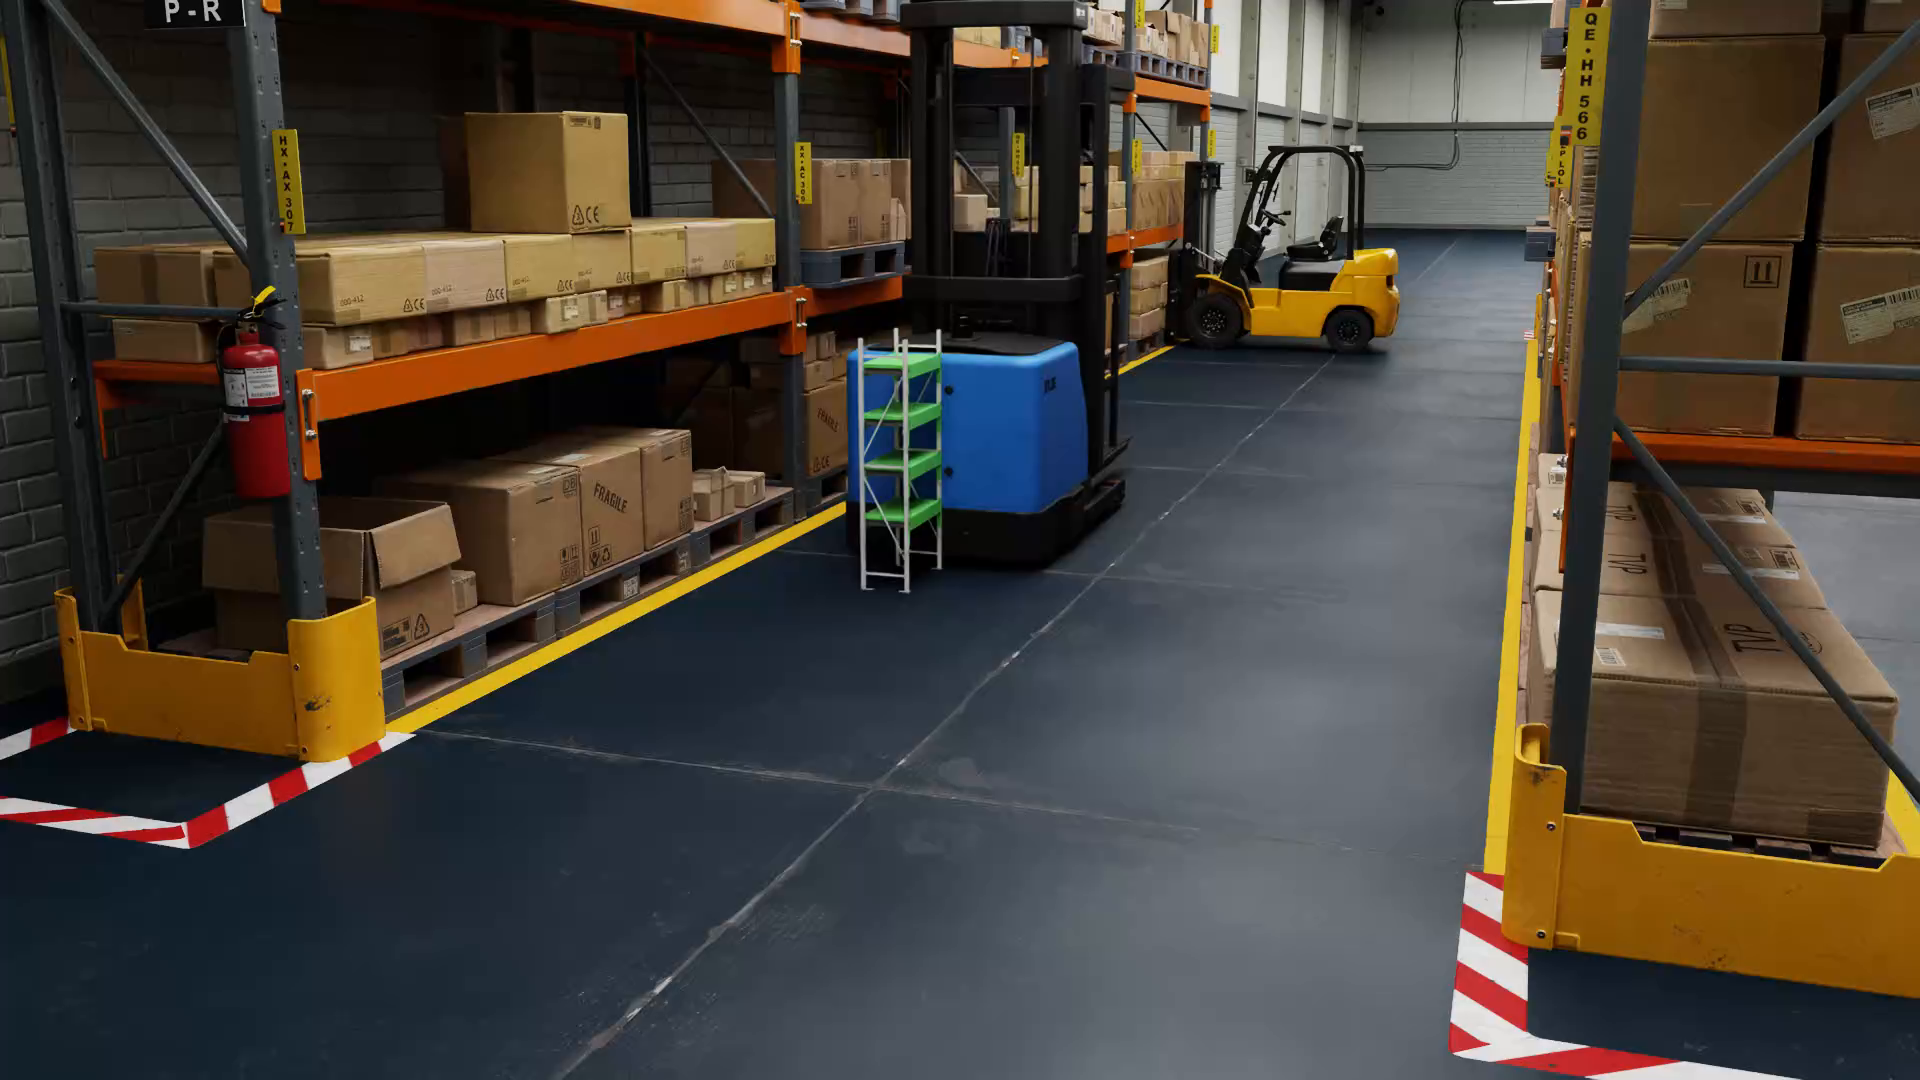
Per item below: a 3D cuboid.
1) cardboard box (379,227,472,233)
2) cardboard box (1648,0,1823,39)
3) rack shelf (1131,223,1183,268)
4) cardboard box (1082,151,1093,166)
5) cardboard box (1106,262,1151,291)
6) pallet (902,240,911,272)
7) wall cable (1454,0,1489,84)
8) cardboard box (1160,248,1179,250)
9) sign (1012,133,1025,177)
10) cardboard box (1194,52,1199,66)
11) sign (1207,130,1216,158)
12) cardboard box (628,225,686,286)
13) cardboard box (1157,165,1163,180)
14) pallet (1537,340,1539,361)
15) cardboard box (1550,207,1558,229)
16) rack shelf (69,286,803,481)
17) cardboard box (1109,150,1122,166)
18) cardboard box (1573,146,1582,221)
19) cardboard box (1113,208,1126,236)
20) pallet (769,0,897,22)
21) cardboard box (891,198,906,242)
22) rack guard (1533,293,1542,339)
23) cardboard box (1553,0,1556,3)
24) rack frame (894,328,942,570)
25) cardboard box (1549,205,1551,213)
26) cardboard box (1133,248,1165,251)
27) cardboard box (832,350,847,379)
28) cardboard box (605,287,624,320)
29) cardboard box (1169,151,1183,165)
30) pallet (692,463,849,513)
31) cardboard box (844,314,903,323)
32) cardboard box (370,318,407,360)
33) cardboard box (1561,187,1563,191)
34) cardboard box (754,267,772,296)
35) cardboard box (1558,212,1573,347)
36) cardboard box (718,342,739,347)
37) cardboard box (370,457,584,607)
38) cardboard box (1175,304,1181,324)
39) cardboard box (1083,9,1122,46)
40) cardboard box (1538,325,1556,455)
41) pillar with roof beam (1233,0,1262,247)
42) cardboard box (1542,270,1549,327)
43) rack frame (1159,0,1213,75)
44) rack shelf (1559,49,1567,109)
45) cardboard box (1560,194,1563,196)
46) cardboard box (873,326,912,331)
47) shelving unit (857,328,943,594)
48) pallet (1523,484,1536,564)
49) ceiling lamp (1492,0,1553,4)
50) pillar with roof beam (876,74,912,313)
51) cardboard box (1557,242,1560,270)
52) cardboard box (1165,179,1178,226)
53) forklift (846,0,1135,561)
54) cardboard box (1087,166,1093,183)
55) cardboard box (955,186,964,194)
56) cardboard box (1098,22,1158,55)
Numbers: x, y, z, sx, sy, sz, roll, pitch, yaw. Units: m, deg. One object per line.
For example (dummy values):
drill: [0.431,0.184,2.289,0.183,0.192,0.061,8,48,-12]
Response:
cardboard box: [-2.263,-1.272,7.488,0.500,0.250,0.500,4,14,18]
cardboard box: [1.962,-1.347,4.221,0.380,0.149,0.250,5,14,19]
rack shelf: [1.867,-3.359,18.578,1.077,0.370,4.000,4,14,18]
cardboard box: [1.158,-3.937,17.145,0.380,0.149,0.250,4,13,17]
cardboard box: [1.673,-2.719,17.149,0.500,0.250,0.500,4,13,18]
pallet: [-0.699,-1.943,11.189,1.003,0.211,1.213,4,14,18]
wall cable: [15.907,-14.569,48.223,3.097,2.526,0.112,4,14,18]
cardboard box: [2.660,-3.363,19.968,0.500,0.250,0.500,5,14,20]
sign: [0.442,-2.935,12.681,0.100,0.325,0.005,4,14,18]
cardboard box: [2.533,-5.527,19.120,0.380,0.149,0.250,4,13,17]
sign: [3.023,-4.768,20.004,0.100,0.325,0.005,4,14,18]
cardboard box: [-1.624,-1.340,7.788,0.500,0.250,0.500,4,14,18]
cardboard box: [1.949,-3.915,17.715,0.380,0.149,0.250,4,14,18]
pallet: [6.495,-1.974,17.161,1.003,0.211,1.213,4,14,18]
cardboard box: [4.564,-2.376,12.276,0.380,0.149,0.250,4,14,18]
rack shelf: [-2.016,-0.832,7.509,1.077,0.370,4.000,4,14,18]
cardboard box: [1.604,-3.844,16.737,0.380,0.149,0.250,5,14,20]
cardboard box: [2.270,-1.276,5.365,0.500,0.500,0.500,4,14,18]
cardboard box: [1.304,-3.090,16.123,0.500,0.250,0.500,5,14,20]
pallet: [-1.091,-3.107,9.540,1.213,0.211,1.003,4,14,18]
cardboard box: [-0.556,-2.008,10.402,0.396,0.266,0.258,5,14,21]
rack guard: [7.188,-2.539,18.989,1.175,0.500,0.348,4,14,18]
cardboard box: [5.198,-4.569,13.796,0.500,0.250,0.500,4,13,17]
rack frame: [-0.207,-0.443,8.234,0.240,1.200,0.015,4,13,17]
cardboard box: [6.468,-3.671,17.438,0.500,0.500,0.500,4,13,17]
cardboard box: [2.180,-3.394,20.108,0.500,0.250,0.500,4,13,18]
cardboard box: [-0.912,-1.081,10.200,0.380,0.149,0.250,4,13,15]
cardboard box: [-1.749,-1.072,7.510,0.380,0.149,0.250,4,14,18]
cardboard box: [2.280,-4.274,18.621,0.380,0.149,0.250,5,14,20]
pallet: [-1.141,-0.418,10.346,1.003,0.211,1.213,4,14,18]
cardboard box: [-0.649,-1.607,12.503,0.380,0.149,0.250,5,14,20]
cardboard box: [-2.258,-0.745,6.077,0.380,0.149,0.250,5,14,20]
cardboard box: [4.233,-2.539,10.901,0.500,0.500,0.500,4,13,17]
cardboard box: [-1.233,-1.396,8.928,0.380,0.149,0.250,5,14,19]
cardboard box: [2.596,-1.006,6.430,0.500,0.500,0.500,4,14,19]
cardboard box: [-1.314,-1.168,10.579,0.380,0.149,0.250,4,13,16]
cardboard box: [-2.062,-0.047,7.126,0.700,0.500,0.500,5,14,21]
cardboard box: [2.174,-2.553,18.669,0.500,0.250,0.500,5,14,20]
cardboard box: [1.216,-4.791,15.527,0.500,0.311,0.500,4,13,17]
cardboard box: [3.739,-0.743,9.334,0.875,0.875,0.875,5,14,20]
pillar with roof beam: [9.392,-9.190,29.030,9.100,9.000,0.400,4,14,18]
cardboard box: [5.855,-2.305,15.897,0.500,0.500,0.500,4,14,18]
rack frame: [2.514,-7.055,19.676,1.000,3.000,0.127,4,14,18]
rack shelf: [5.271,-3.622,12.992,1.077,0.370,4.000,4,14,18]
cardboard box: [3.885,-1.958,10.040,0.500,0.250,0.500,4,14,18]
cardboard box: [-0.389,-1.409,11.637,0.380,0.149,0.250,4,13,18]
shelving unit: [-0.281,-0.392,8.007,0.258,1.200,0.503,4,13,17]
pallet: [3.508,-0.056,8.757,1.003,0.211,1.213,4,14,18]
ceiling lamp: [14.387,-14.980,41.280,2.000,3.185,0.800,4,14,18]
pillar with roof beam: [3.568,-5.400,12.425,9.100,9.000,0.400,4,14,18]
cardboard box: [4.078,-1.822,10.567,0.500,0.250,0.500,4,13,17]
cardboard box: [2.109,-3.733,18.380,0.500,0.500,0.500,4,14,19]
forklift: [0.349,-1.605,9.434,1.130,2.935,3.031,4,13,17]
cardboard box: [1.021,-3.346,15.226,0.380,0.149,0.250,4,13,17]
cardboard box: [-0.192,-2.731,13.427,0.500,0.250,0.500,5,14,20]
cardboard box: [1.720,-5.118,16.962,0.500,0.311,0.500,5,14,20]
